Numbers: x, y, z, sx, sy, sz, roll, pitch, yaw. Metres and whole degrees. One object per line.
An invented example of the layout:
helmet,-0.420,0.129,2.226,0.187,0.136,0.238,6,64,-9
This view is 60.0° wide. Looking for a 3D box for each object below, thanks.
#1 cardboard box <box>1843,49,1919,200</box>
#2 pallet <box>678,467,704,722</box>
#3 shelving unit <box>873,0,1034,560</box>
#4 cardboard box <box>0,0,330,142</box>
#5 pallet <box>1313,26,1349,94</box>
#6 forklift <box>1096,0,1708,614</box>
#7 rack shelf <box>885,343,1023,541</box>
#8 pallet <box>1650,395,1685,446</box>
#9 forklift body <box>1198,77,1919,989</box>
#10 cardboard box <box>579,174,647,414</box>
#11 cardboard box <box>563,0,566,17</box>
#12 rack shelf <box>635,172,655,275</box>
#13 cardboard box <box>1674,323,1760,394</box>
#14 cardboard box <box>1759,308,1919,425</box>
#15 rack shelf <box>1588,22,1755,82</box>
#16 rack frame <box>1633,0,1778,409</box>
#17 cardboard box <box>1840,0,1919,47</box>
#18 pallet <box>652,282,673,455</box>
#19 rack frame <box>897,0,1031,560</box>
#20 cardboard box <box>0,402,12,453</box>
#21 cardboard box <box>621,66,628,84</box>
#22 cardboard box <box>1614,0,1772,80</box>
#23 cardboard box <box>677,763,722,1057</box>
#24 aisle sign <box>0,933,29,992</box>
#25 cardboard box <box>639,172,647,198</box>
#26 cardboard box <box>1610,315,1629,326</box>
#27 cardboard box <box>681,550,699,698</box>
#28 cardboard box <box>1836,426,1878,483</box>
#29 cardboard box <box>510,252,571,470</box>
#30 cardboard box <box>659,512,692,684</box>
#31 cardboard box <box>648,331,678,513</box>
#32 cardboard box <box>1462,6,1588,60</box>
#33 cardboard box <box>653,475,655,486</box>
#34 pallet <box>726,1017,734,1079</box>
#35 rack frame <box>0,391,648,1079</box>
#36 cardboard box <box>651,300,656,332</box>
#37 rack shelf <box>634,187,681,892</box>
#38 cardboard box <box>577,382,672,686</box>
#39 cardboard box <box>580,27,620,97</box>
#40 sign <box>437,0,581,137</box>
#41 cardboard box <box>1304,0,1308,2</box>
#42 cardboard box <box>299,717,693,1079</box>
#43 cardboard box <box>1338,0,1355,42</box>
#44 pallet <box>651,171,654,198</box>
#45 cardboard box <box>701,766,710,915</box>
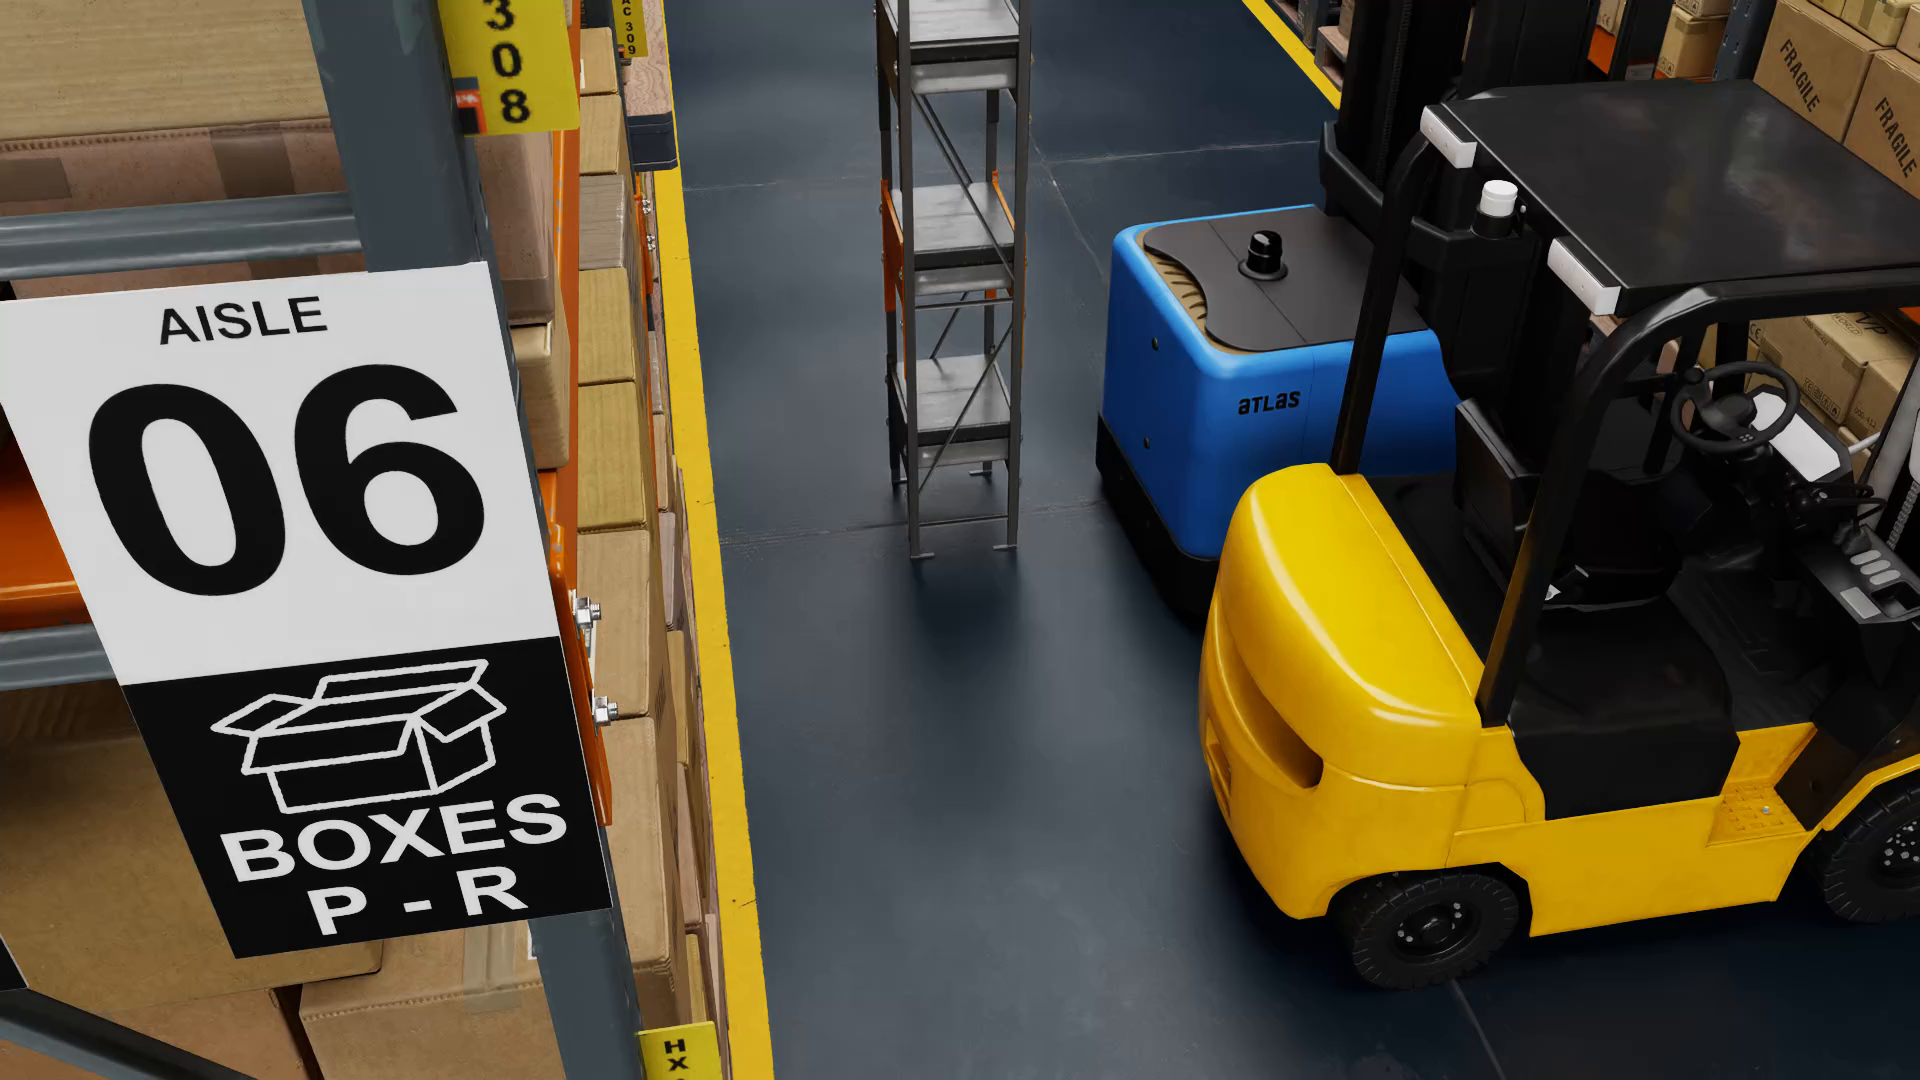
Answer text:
cardboard box,3.225,-1.250,5.333,0.500,0.500,0.500,-6,38,-7
pallet,-1.437,0.220,5.795,1.003,0.211,1.213,-6,38,-8
shelving unit,-0.029,-0.929,5.735,0.431,2.100,0.503,-6,38,-8
cardboard box,-0.750,-0.504,1.564,0.380,0.149,0.250,-6,38,-8
pallet,2.701,-2.633,9.467,1.003,0.211,1.213,-6,38,-8
forklift,2.106,-1.370,5.624,3.031,2.935,1.130,-9,39,-11
rack shelf,-0.029,-0.366,6.172,0.431,0.518,0.480,-6,38,-8
pallet,3.395,-0.234,6.379,1.003,0.211,1.213,-6,38,-8
forklift body,1.869,-0.018,4.519,2.313,2.155,1.214,-6,38,-8
cardboard box,-1.075,-0.576,4.222,0.500,0.500,0.500,-5,38,-7
cardboard box,-0.793,-0.748,2.202,0.500,0.250,0.500,-7,38,-9
rack shelf,-1.940,-2.207,7.233,1.077,0.370,4.000,-6,38,-8
cardboard box,3.077,-0.772,6.290,0.500,0.250,0.500,-6,38,-8
cardboard box,3.152,-0.659,5.737,0.500,0.250,0.500,-6,38,-8
rack shelf,2.946,-2.743,7.923,1.077,0.370,4.000,-6,38,-8
rack frame,3.296,-1.820,6.147,1.000,3.000,0.127,-6,38,-8
cardboard box,3.140,-1.738,5.432,0.380,0.149,0.250,-5,38,-7
pallet,-1.728,-0.652,6.918,1.003,0.211,1.213,-6,38,-8
rack frame,0.014,-0.782,5.545,0.400,2.100,0.015,-6,38,-8
cardboard box,-1.226,-0.138,1.743,0.380,0.149,0.250,-6,38,-8
cardboard box,-1.376,-1.718,5.879,0.380,0.149,0.250,-6,38,-7
cardboard box,2.951,-2.037,6.549,0.500,0.250,0.500,-5,38,-7
cardboard box,-0.858,0.910,3.922,0.500,0.500,0.500,-8,38,-10
aisle sign,-1.163,0.175,1.461,0.394,0.787,0.004,-6,38,-8
cardboard box,-1.937,-1.582,7.641,0.950,0.372,0.625,-5,38,-6
cardboard box,3.194,-1.362,7.151,0.875,0.625,0.625,-5,38,-6
cardboard box,-1.118,0.285,5.337,0.500,0.250,0.500,-7,38,-9
cardboard box,3.244,-0.163,5.506,0.500,0.250,0.500,-7,38,-8
cardboard box,-0.627,-0.188,1.807,0.380,0.149,0.250,-6,38,-8
cardboard box,-1.040,0.284,4.727,0.500,0.500,0.500,-4,38,-6
cardboard box,-1.222,-0.331,5.519,0.500,0.500,0.500,-7,38,-9
cardboard box,2.932,-2.285,8.340,0.875,0.625,0.625,-8,39,-10
cardboard box,-0.956,-0.100,4.139,0.380,0.149,0.250,-6,38,-8
pallet,-1.009,1.693,3.898,1.003,0.211,1.213,-6,38,-8
rack frame,-0.888,1.133,2.347,1.000,3.000,0.127,-6,38,-8
cardboard box,-1.684,-0.728,6.542,0.950,0.372,0.625,-6,38,-7
rack shelf,-1.239,0.209,4.123,1.077,0.370,4.000,-6,38,-8
cardboard box,-0.883,0.040,3.430,0.500,0.500,0.500,-7,38,-9
cardboard box,-1.267,-1.199,5.024,0.500,0.500,0.500,-7,38,-9
sign,-0.354,-0.456,1.234,0.100,0.325,0.005,-6,38,-8
cardboard box,2.309,-3.647,10.194,0.500,0.500,0.500,-5,38,-7
cardboard box,-0.698,0.660,2.632,0.500,0.500,0.500,-7,38,-9
cardboard box,2.691,-3.085,9.370,0.875,0.625,0.625,-5,38,-7
pallet,-2.155,-2.126,8.815,1.003,0.211,1.213,-6,38,-8
cardboard box,-0.948,0.898,4.548,0.500,0.250,0.500,-4,38,-5
